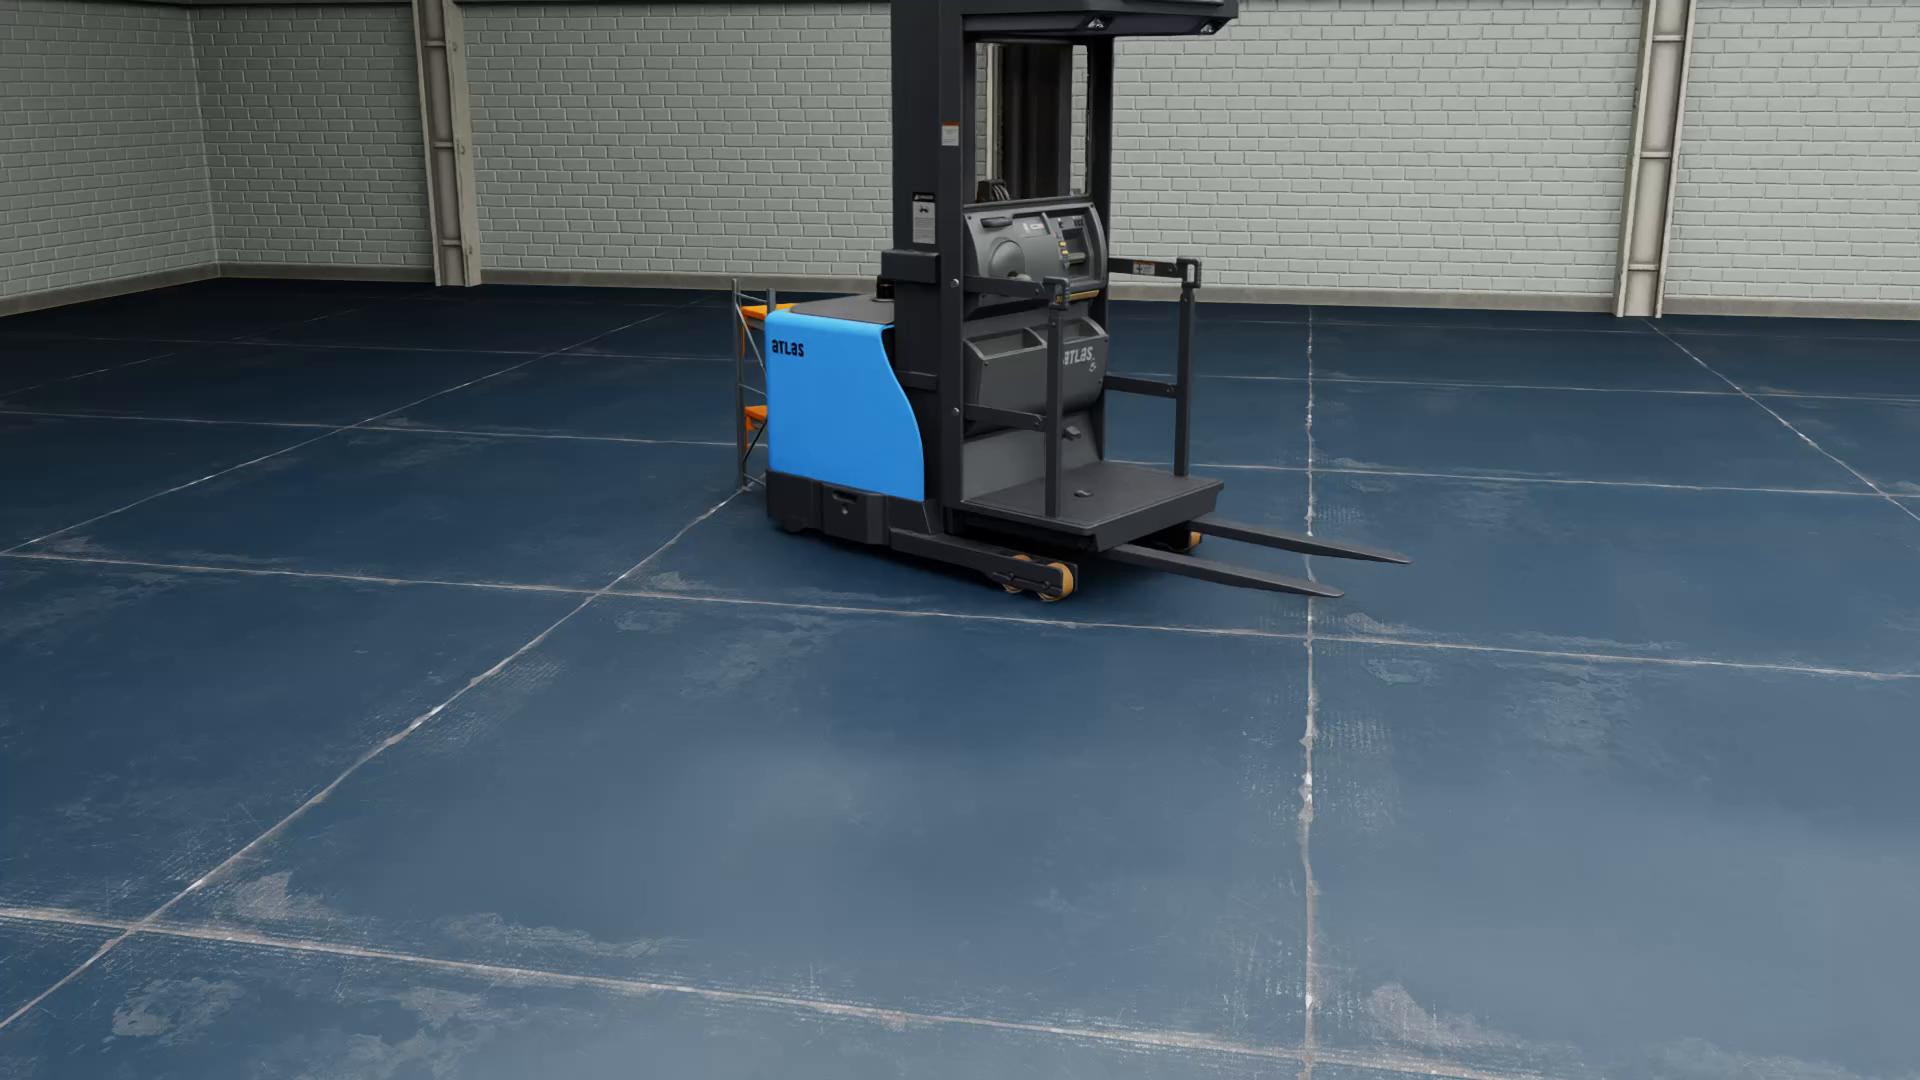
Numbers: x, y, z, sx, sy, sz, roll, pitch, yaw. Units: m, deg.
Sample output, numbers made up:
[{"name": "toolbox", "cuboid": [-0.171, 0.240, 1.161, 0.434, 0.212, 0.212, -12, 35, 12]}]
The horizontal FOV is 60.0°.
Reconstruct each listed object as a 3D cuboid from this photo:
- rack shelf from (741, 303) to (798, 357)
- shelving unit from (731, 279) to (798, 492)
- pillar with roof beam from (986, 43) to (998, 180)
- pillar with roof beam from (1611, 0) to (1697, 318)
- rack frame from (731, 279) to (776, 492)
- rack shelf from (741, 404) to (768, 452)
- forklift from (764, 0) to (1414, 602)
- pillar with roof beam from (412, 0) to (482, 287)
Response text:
[{"name": "rack shelf", "cuboid": [-0.622, -1.121, 8.833, 1.000, 0.278, 0.538, -9, 18, -29]}, {"name": "shelving unit", "cuboid": [-0.622, -0.839, 8.911, 1.048, 1.125, 0.538, -9, 18, -29]}, {"name": "pillar with roof beam", "cuboid": [-0.381, -5.647, 11.520, 0.400, 9.000, 9.100, 3, 16, 11]}, {"name": "pillar with roof beam", "cuboid": [5.498, -5.328, 10.368, 0.400, 9.000, 9.100, 3, 16, 11]}, {"name": "rack frame", "cuboid": [-1.062, -0.771, 8.665, 0.032, 1.125, 0.500, -9, 18, -29]}, {"name": "rack shelf", "cuboid": [-0.622, -0.603, 8.976, 1.000, 0.278, 0.538, -9, 18, -29]}, {"name": "forklift", "cuboid": [0.505, -1.309, 7.227, 3.031, 2.935, 1.130, 13, 20, 38]}, {"name": "pillar with roof beam", "cuboid": [-6.261, -5.966, 12.673, 0.400, 9.000, 9.100, 3, 16, 11]}]
